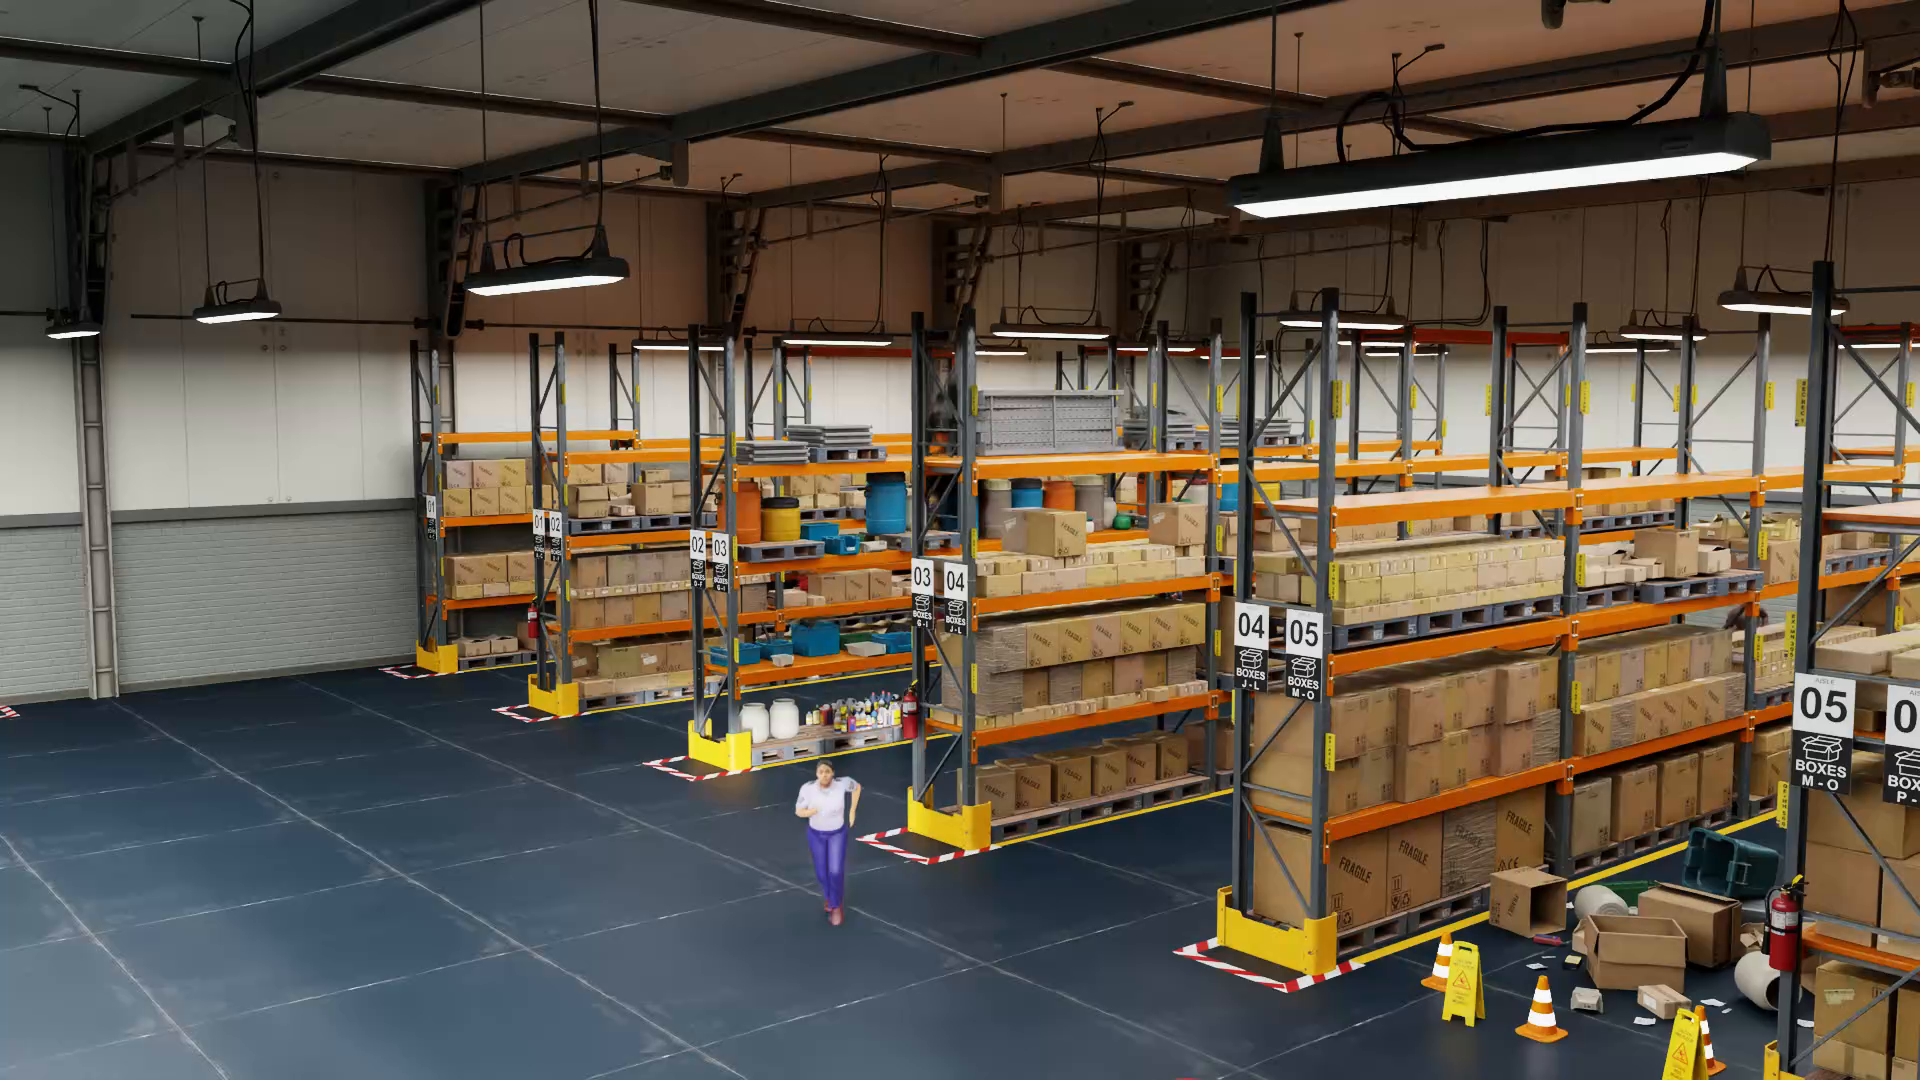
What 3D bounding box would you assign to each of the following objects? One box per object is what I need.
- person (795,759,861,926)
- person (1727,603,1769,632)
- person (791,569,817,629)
[{"bbox_3d":[-1.268,2.887,16.025,0.592,1.642,0.835,0,5,3],"label":"person"},{"bbox_3d":[13.302,1.719,28.009,0.757,1.689,0.600,1,5,12],"label":"person"},{"bbox_3d":[-2.977,1.333,32.526,1.058,1.729,0.636,-5,7,-43],"label":"person"}]
